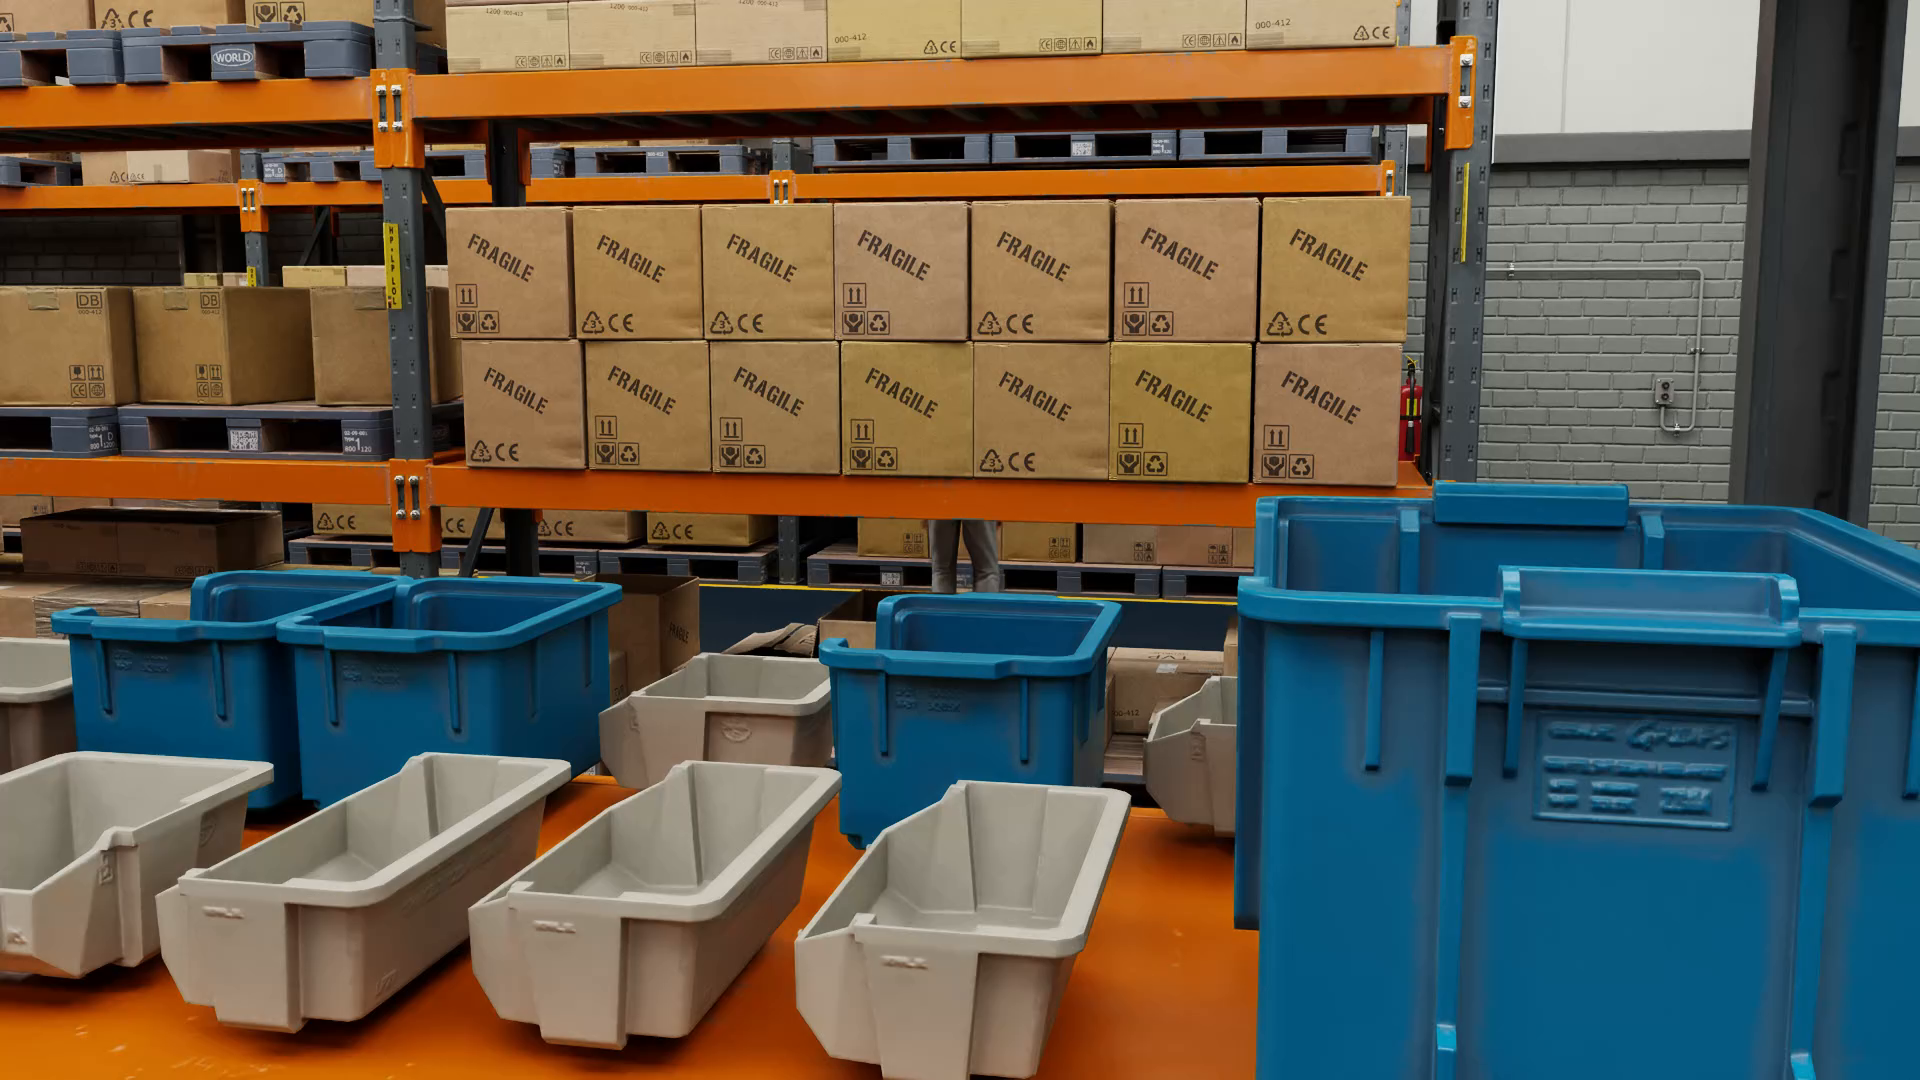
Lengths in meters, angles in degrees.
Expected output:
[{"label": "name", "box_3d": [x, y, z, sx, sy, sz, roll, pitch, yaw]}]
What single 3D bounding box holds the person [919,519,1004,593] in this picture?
[{"label": "person", "box_3d": [0.012, -0.157, 9.018, 0.497, 1.650, 0.362, 1, 8, 9]}]
